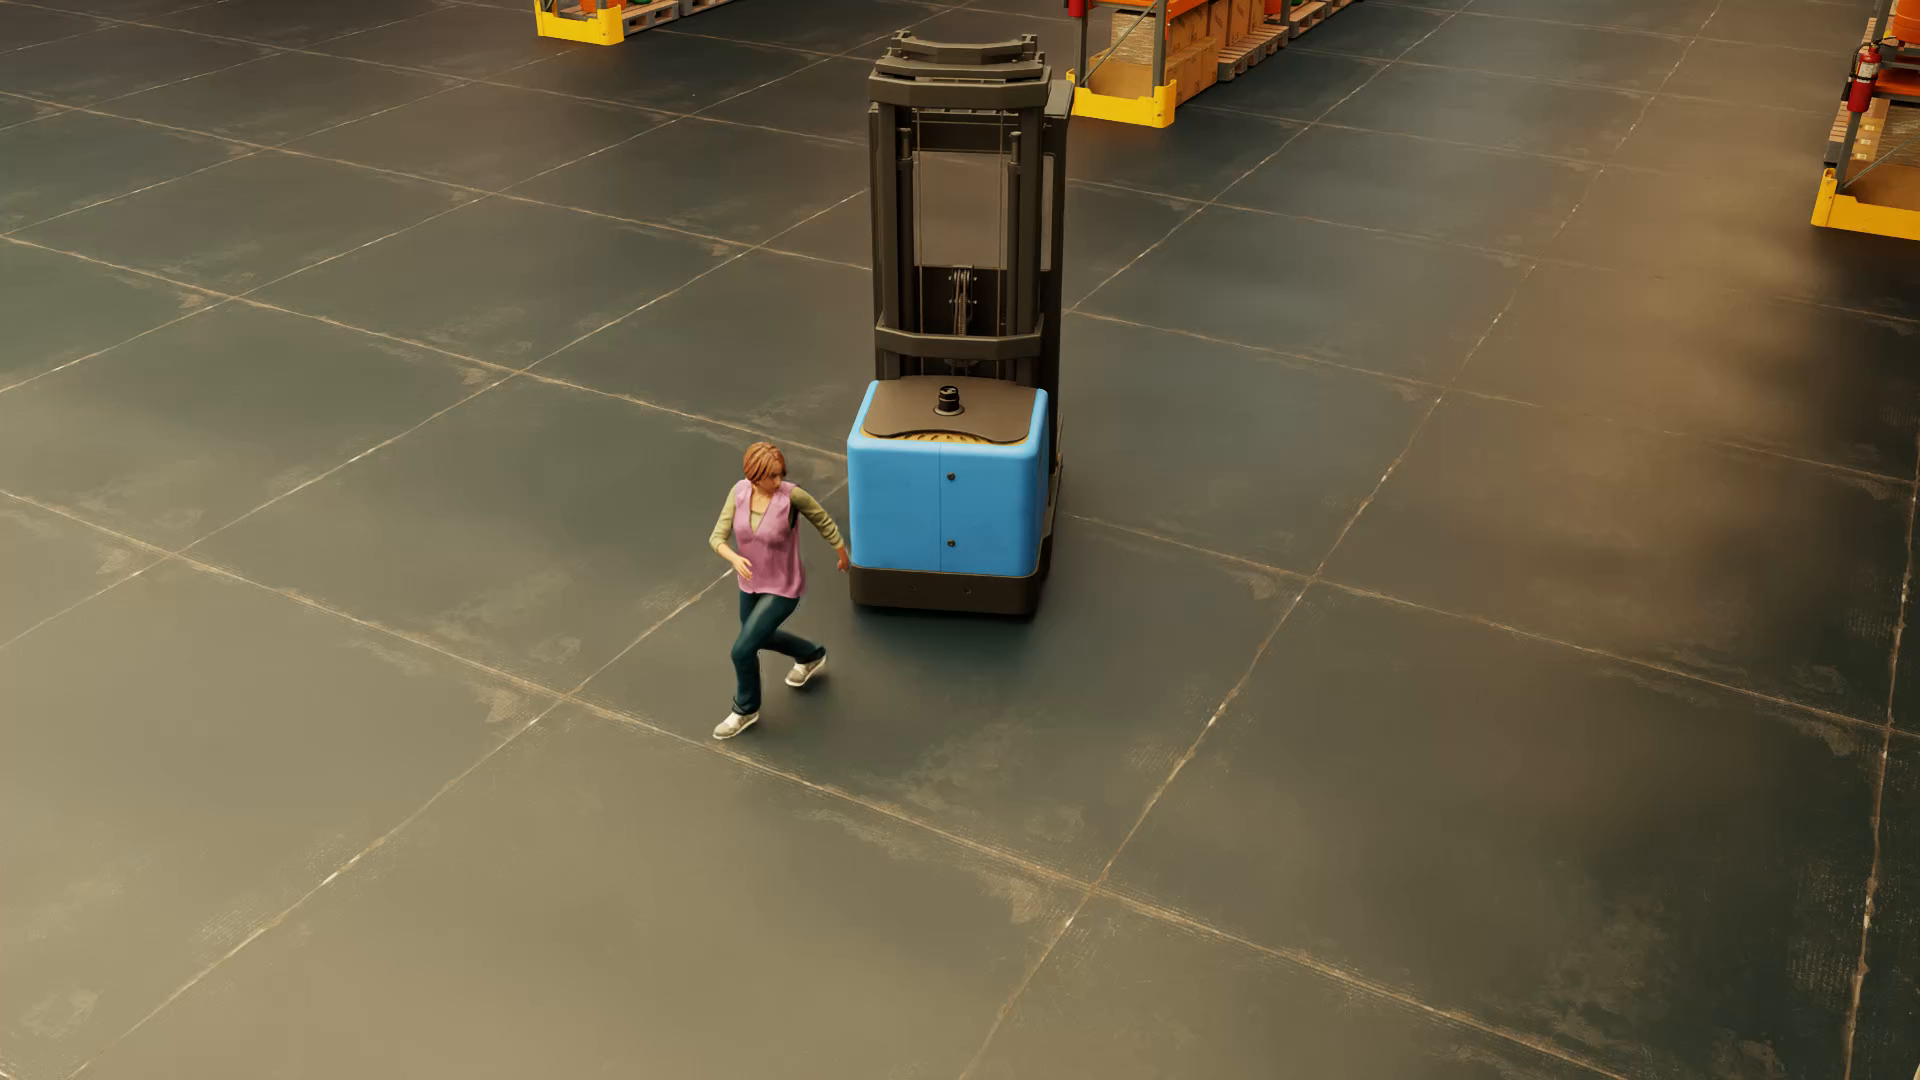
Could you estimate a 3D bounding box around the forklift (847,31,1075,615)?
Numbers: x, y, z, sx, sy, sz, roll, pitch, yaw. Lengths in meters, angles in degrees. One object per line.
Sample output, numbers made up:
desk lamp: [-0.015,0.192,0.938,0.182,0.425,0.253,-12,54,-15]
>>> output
forklift: [0.072,-1.572,9.794,1.130,2.935,3.031,3,30,6]

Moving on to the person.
person: [-0.928,0.210,8.154,0.439,1.516,0.796,22,37,33]
